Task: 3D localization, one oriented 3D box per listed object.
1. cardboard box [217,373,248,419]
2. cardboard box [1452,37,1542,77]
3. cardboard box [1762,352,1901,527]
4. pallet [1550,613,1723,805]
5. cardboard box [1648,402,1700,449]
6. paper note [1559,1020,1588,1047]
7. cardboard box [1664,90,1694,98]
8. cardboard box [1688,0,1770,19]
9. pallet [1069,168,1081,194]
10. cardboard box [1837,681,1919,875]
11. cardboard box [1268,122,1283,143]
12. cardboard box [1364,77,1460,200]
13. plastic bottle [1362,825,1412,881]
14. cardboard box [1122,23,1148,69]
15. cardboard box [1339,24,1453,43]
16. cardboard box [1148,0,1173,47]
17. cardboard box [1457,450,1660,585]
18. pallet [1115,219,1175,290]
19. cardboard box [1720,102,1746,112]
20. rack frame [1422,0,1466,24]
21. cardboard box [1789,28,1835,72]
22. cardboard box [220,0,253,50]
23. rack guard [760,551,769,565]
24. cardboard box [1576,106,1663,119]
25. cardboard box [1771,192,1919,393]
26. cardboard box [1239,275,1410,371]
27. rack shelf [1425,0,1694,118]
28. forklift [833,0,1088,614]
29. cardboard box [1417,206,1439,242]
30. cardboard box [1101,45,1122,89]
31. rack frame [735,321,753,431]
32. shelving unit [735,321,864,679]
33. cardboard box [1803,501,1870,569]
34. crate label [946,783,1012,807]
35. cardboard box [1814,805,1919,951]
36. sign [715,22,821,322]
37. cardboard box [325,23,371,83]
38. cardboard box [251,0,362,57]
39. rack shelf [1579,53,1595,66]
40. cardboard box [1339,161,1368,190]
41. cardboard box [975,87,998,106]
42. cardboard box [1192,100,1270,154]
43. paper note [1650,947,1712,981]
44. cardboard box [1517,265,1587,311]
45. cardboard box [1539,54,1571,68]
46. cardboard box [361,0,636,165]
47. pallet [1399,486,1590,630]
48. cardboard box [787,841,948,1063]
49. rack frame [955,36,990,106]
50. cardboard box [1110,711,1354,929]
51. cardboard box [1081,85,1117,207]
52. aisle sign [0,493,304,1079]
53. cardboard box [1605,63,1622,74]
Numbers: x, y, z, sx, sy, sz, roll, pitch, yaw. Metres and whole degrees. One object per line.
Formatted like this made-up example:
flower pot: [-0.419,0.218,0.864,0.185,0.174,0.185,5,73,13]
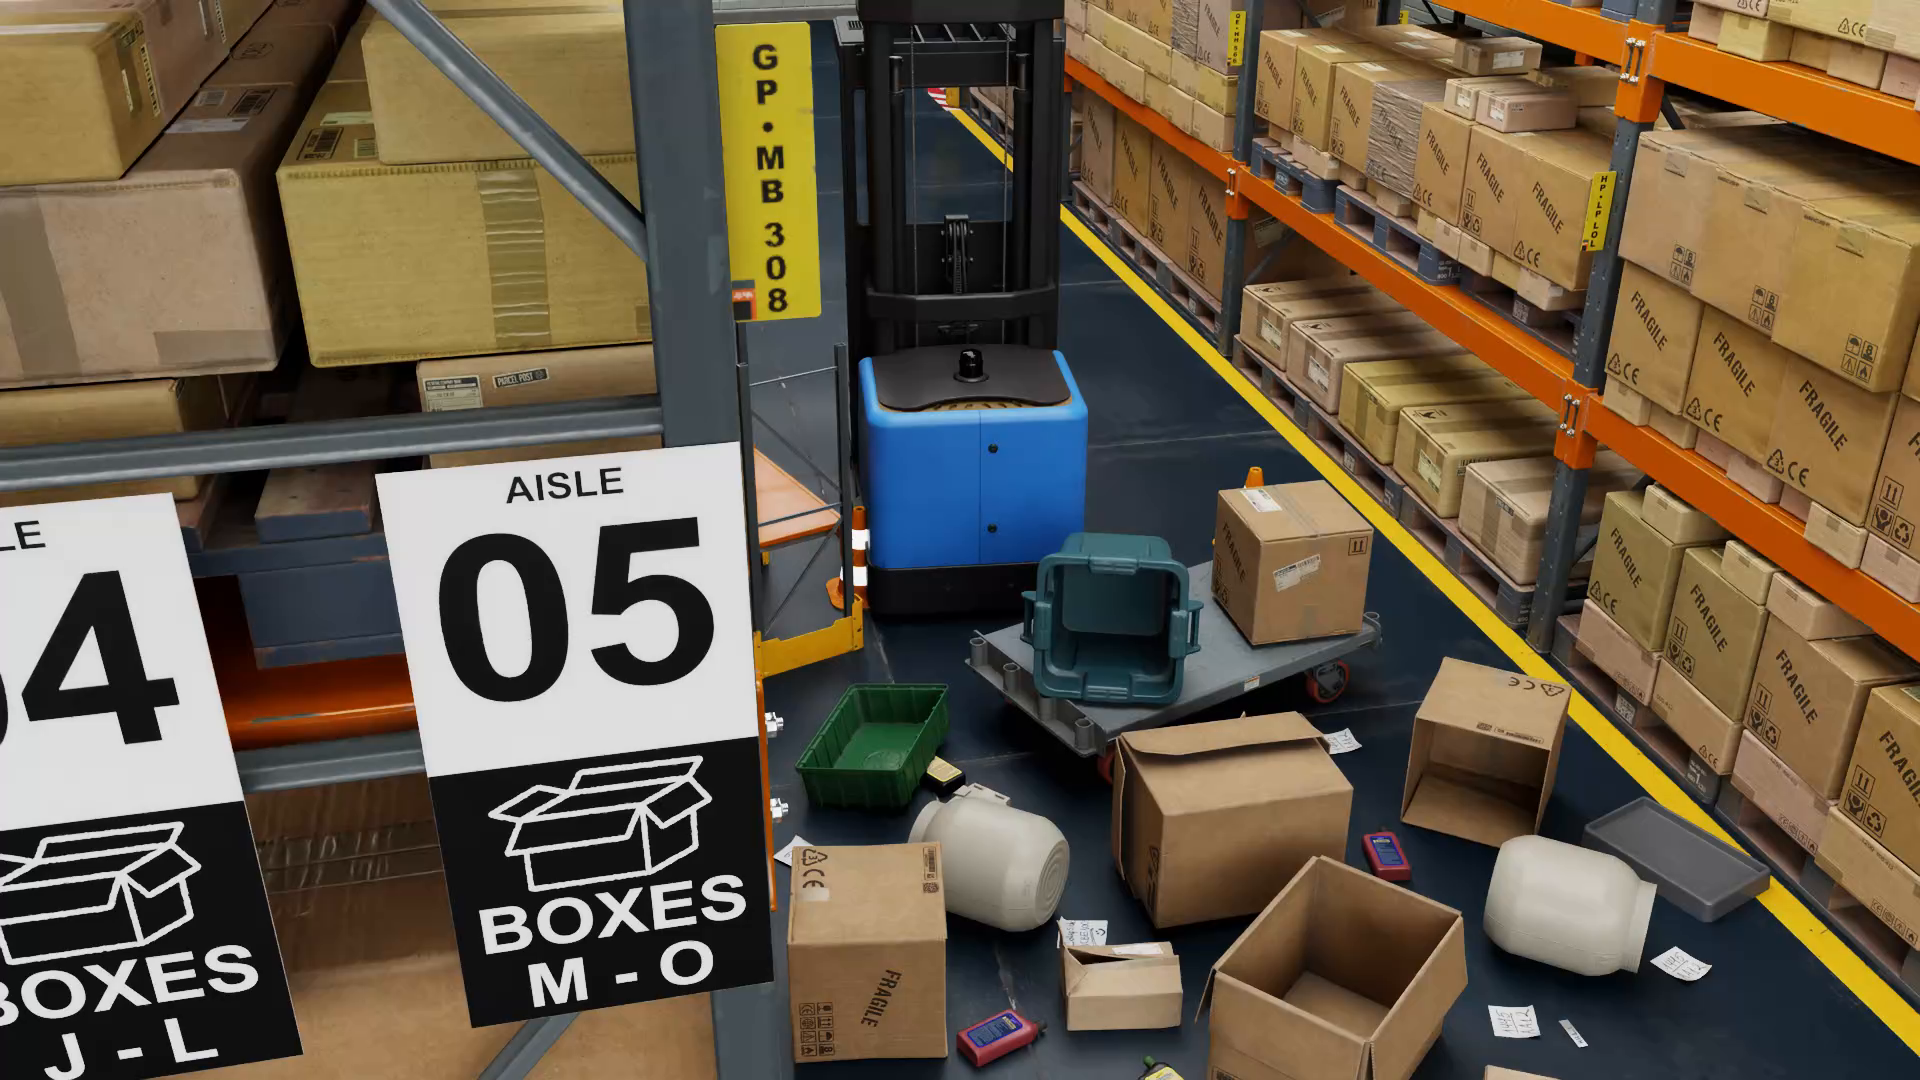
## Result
cardboard box: [-1.211,-0.260,2.310,0.380,0.149,0.250,-6,27,-11]
cardboard box: [2.891,-2.603,8.951,0.380,0.149,0.250,-7,28,-14]
cardboard box: [3.212,-0.398,5.769,0.500,0.500,0.500,-6,27,-12]
pallet: [3.334,0.654,7.220,1.003,0.211,1.213,-6,27,-12]
cardboard box: [3.014,-0.493,6.678,0.380,0.149,0.250,-5,27,-10]
paper note: [2.030,1.633,5.504,0.032,0.001,0.123,-6,27,-12]
cardboard box: [6.209,-3.851,14.639,0.380,0.149,0.250,-7,28,-14]
cardboard box: [2.981,-2.066,6.022,0.500,0.250,0.500,-7,28,-13]
pallet: [1.250,-3.491,15.432,1.003,0.211,1.213,-6,27,-12]
cardboard box: [3.387,0.803,5.584,0.500,0.500,0.500,-7,28,-13]
cardboard box: [2.139,-2.552,10.290,0.380,0.149,0.250,-8,28,-15]
cardboard box: [2.479,-2.101,8.677,0.500,0.500,0.500,-7,28,-14]
plastic bottle: [1.612,1.187,6.331,0.133,0.061,0.283,-1,27,-3]
cardboard box: [1.519,-3.656,12.277,0.500,0.250,0.500,-7,28,-13]
cardboard box: [2.620,-2.832,10.124,0.500,0.500,0.500,-7,28,-13]
cardboard box: [1.647,-3.773,11.675,0.500,0.500,0.500,-6,27,-12]
cardboard box: [3.028,-0.126,8.122,0.950,0.372,0.625,-6,27,-11]
pallet: [1.871,-2.282,13.036,1.003,0.211,1.213,-6,27,-12]
cardboard box: [6.765,-3.672,14.284,0.380,0.149,0.250,-5,27,-10]
rack frame: [5.279,-6.656,18.608,1.000,3.000,0.127,-6,27,-12]
cardboard box: [3.148,-1.729,5.797,0.380,0.149,0.250,-6,27,-12]
cardboard box: [-1.329,-0.843,2.580,0.380,0.149,0.250,-5,27,-11]
rack guard: [-1.240,0.062,8.350,0.587,0.250,0.087,-16,31,-28]
cardboard box: [3.111,-1.920,8.318,0.500,0.500,0.500,-6,27,-12]
cardboard box: [3.217,-0.841,5.537,0.700,0.500,0.500,-7,28,-13]
cardboard box: [2.365,-1.403,10.652,0.950,0.372,0.625,-8,28,-15]
rack shelf: [2.698,-2.778,8.394,1.077,0.370,4.000,-6,27,-12]
forklift: [-0.066,-1.589,8.645,1.130,2.935,3.031,-3,27,-5]
cardboard box: [2.548,-1.605,8.413,0.380,0.149,0.250,-6,27,-12]
cardboard box: [1.406,-3.654,12.826,0.500,0.250,0.500,-6,27,-12]
rack frame: [-1.241,-0.497,8.070,0.500,1.500,0.032,-16,31,-28]
shelving unit: [-0.977,-0.306,7.691,0.587,1.500,1.083,-16,31,-28]
cardboard box: [3.186,-0.037,5.772,0.380,0.149,0.250,-6,27,-11]
crate label: [0.060,1.074,6.471,0.250,0.136,0.298,19,32,32]
cardboard box: [3.373,1.129,5.770,0.500,0.250,0.500,-7,28,-13]
sign: [-0.208,-0.397,1.822,0.100,0.325,0.005,-6,27,-12]
cardboard box: [-0.724,-0.677,2.692,0.500,0.250,0.500,-6,27,-12]
cardboard box: [-1.357,-0.843,3.021,0.500,0.250,0.500,-6,27,-12]
rack shelf: [6.631,-3.701,13.551,1.077,0.370,4.000,-6,27,-12]
cardboard box: [2.359,-2.079,9.352,0.380,0.149,0.250,-4,27,-9]
cardboard box: [0.690,-4.914,17.535,0.875,0.438,0.875,-7,28,-13]
cardboard box: [1.880,-2.767,11.069,0.500,0.250,0.500,-7,28,-13]
paper note: [2.514,1.476,5.792,0.142,0.019,0.148,-16,31,-29]
cardboard box: [2.764,-1.155,7.523,0.380,0.149,0.250,-6,27,-11]
cardboard box: [5.713,-4.614,16.871,0.700,0.500,0.500,-7,28,-14]
cardboard box: [-0.515,-0.573,2.044,0.380,0.149,0.250,-6,27,-11]
pallet: [2.972,0.021,8.474,1.003,0.211,1.213,-6,27,-12]
cardboard box: [-0.302,1.357,5.504,0.500,0.500,0.500,-1,27,-3]
rack frame: [0.444,-6.150,17.606,1.000,3.000,0.127,-6,27,-12]
cardboard box: [0.969,1.004,6.052,0.797,0.637,0.503,-6,27,-12]
cardboard box: [1.563,-3.369,13.988,0.875,0.875,0.875,-5,27,-10]
aisle sign: [-1.026,0.322,1.898,0.394,0.787,0.004,-6,27,-12]
cardboard box: [6.061,-4.215,15.031,0.380,0.149,0.250,-6,27,-12]
